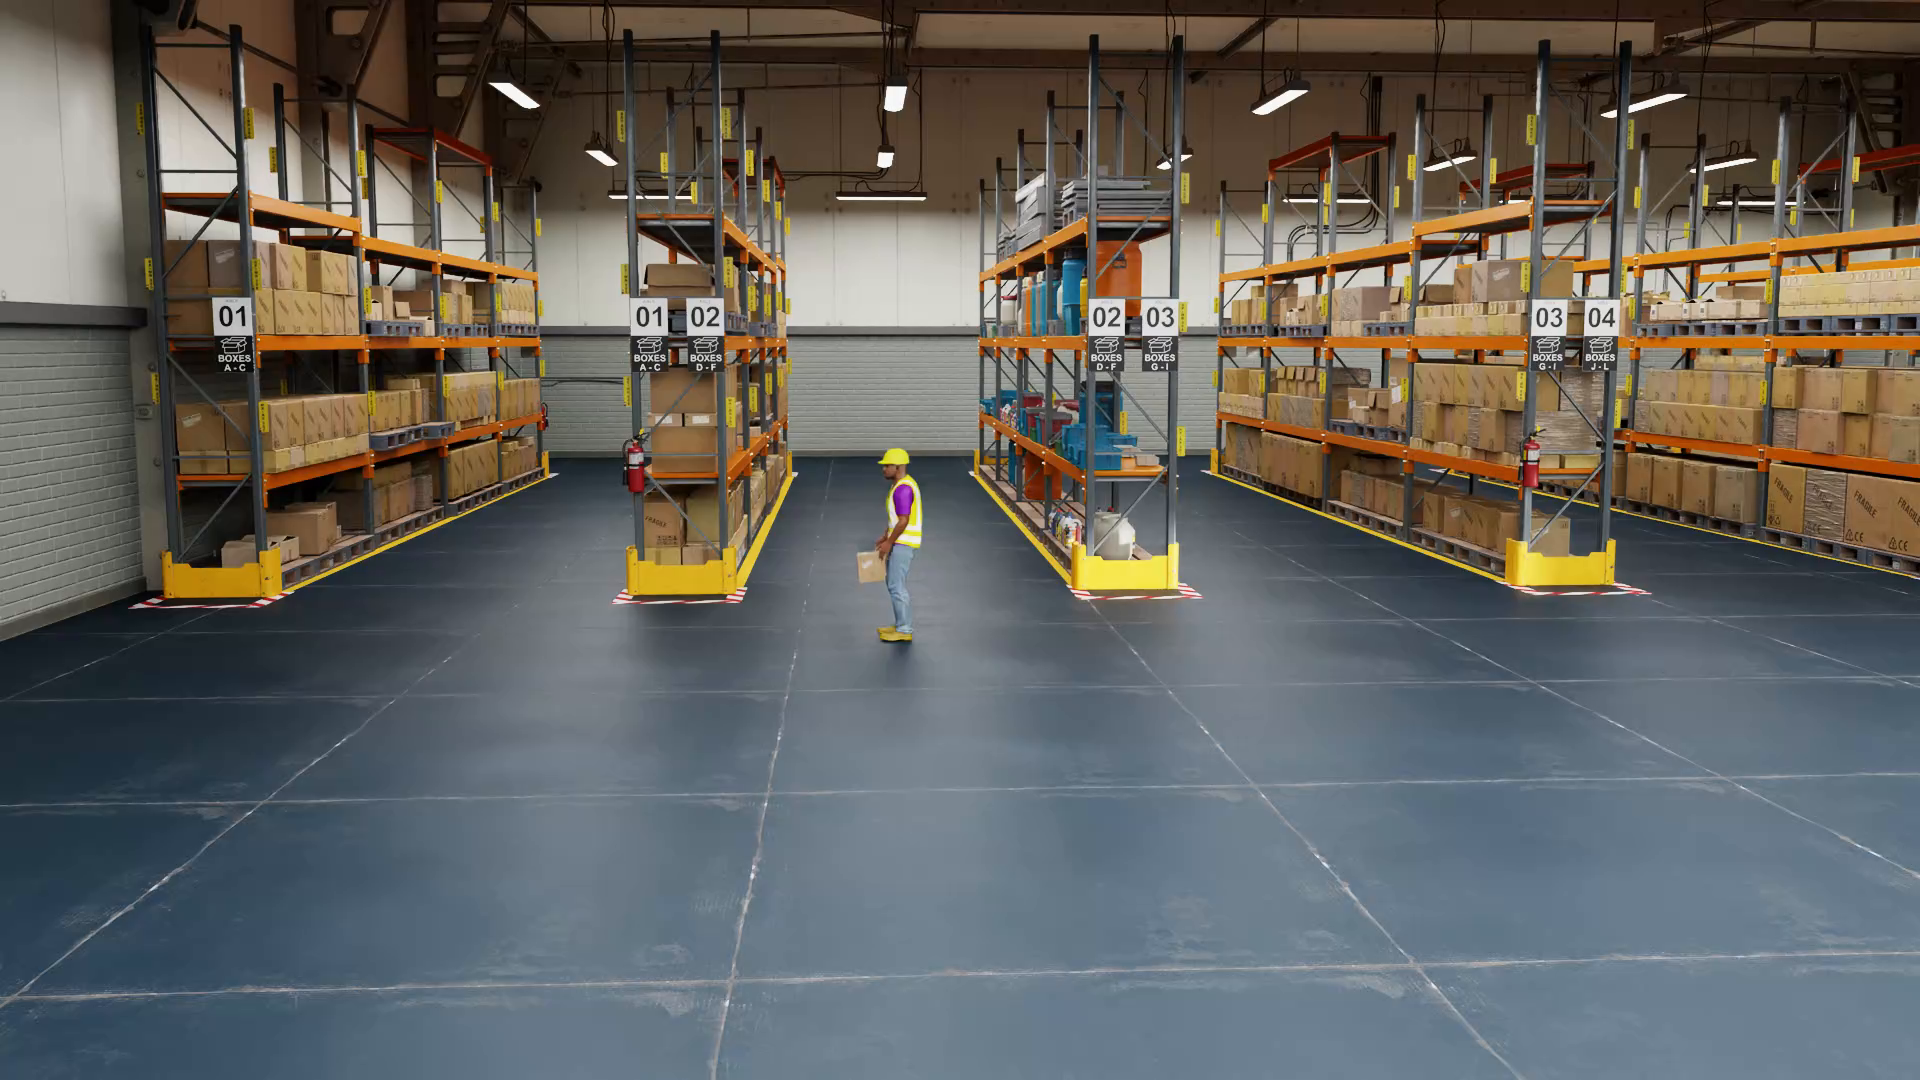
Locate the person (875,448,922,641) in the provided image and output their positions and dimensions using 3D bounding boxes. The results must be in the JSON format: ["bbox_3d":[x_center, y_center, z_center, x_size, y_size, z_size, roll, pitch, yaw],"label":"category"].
[{"bbox_3d":[-0.566,0.037,15.331,0.434,1.767,0.580,-1,7,-5],"label":"person"}]
